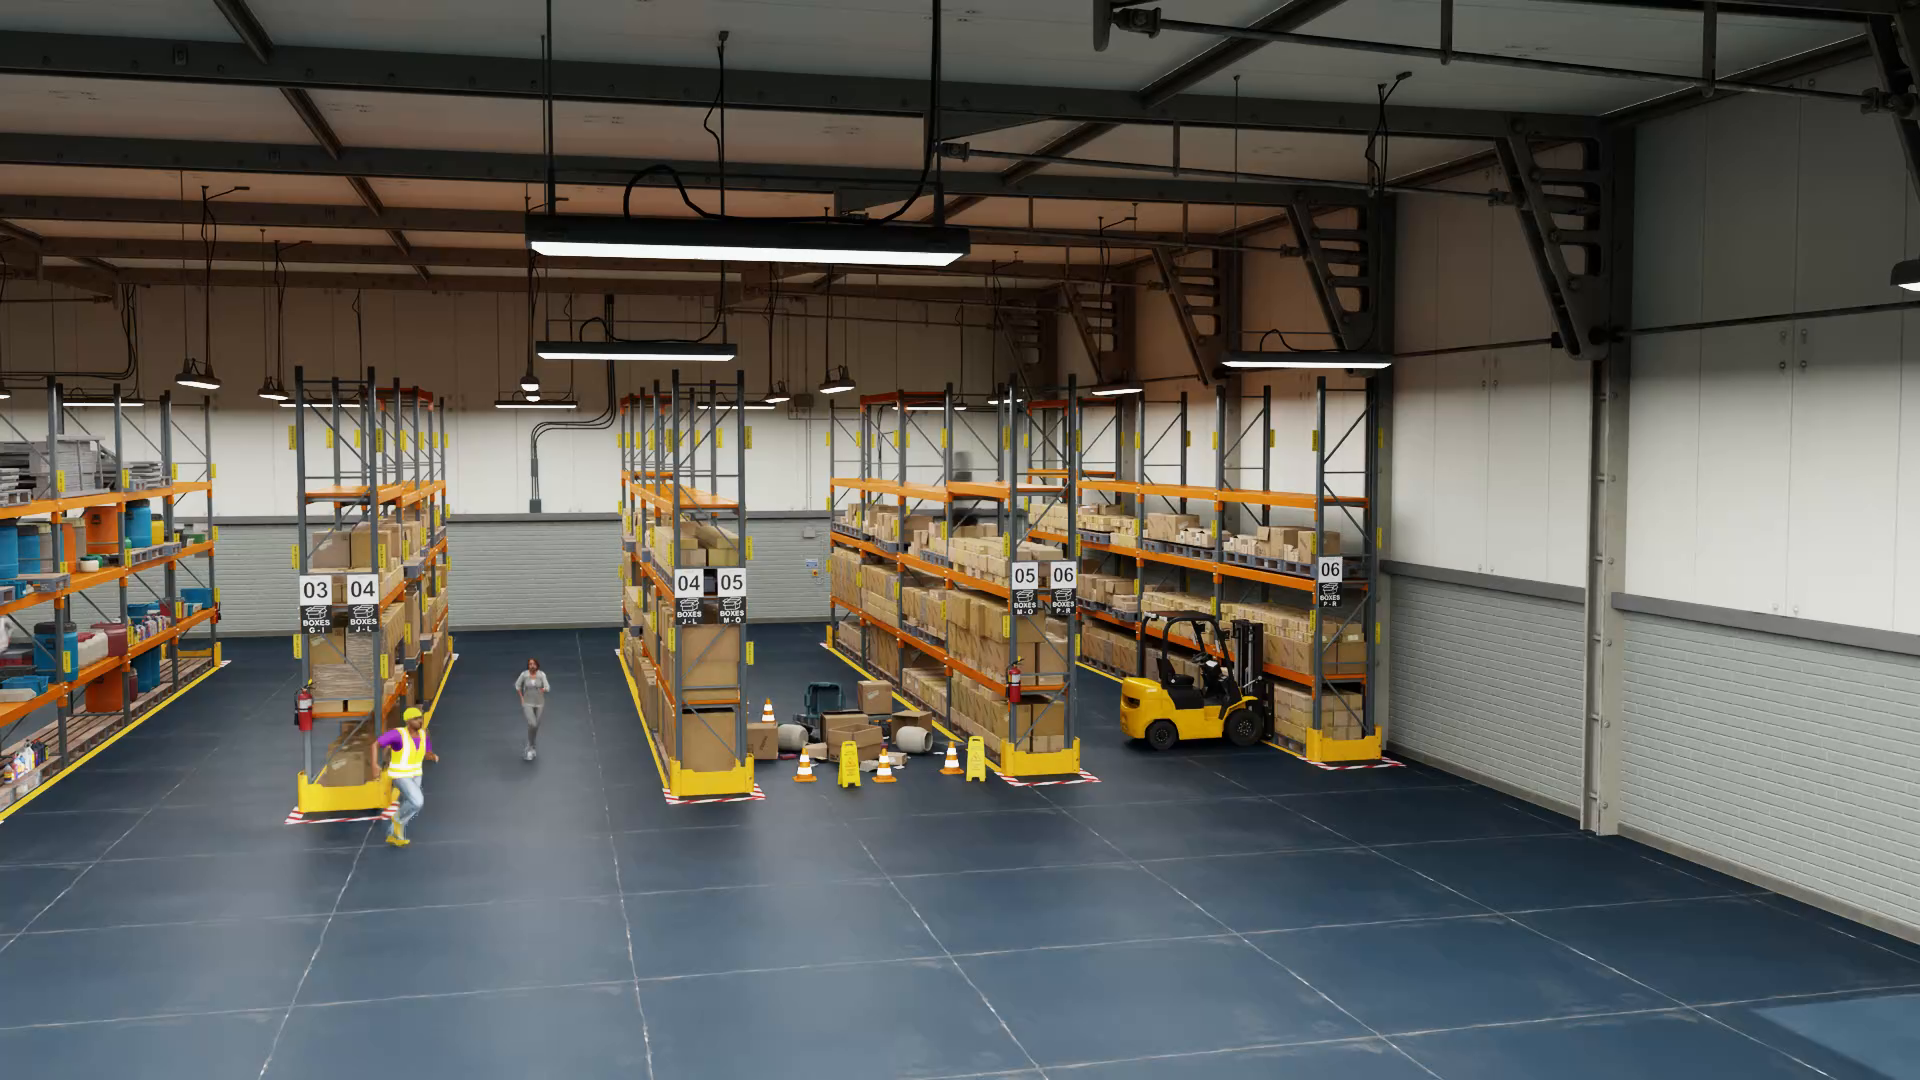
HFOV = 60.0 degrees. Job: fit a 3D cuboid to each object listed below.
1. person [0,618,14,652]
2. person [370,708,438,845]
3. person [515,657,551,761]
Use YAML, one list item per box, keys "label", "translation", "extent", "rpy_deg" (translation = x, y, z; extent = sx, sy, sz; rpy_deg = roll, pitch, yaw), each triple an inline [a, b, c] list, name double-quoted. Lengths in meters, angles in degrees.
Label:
- label: "person"
  translation: [-19.127, 2.166, 32.959]
  extent: [0.638, 1.804, 0.789]
  rpy_deg: [-1, 4, -20]
- label: "person"
  translation: [-6.778, 2.915, 20.461]
  extent: [0.704, 1.707, 0.748]
  rpy_deg: [2, 4, 27]
- label: "person"
  translation: [-6.711, 2.653, 26.197]
  extent: [0.507, 1.638, 0.697]
  rpy_deg: [-2, 4, -26]
